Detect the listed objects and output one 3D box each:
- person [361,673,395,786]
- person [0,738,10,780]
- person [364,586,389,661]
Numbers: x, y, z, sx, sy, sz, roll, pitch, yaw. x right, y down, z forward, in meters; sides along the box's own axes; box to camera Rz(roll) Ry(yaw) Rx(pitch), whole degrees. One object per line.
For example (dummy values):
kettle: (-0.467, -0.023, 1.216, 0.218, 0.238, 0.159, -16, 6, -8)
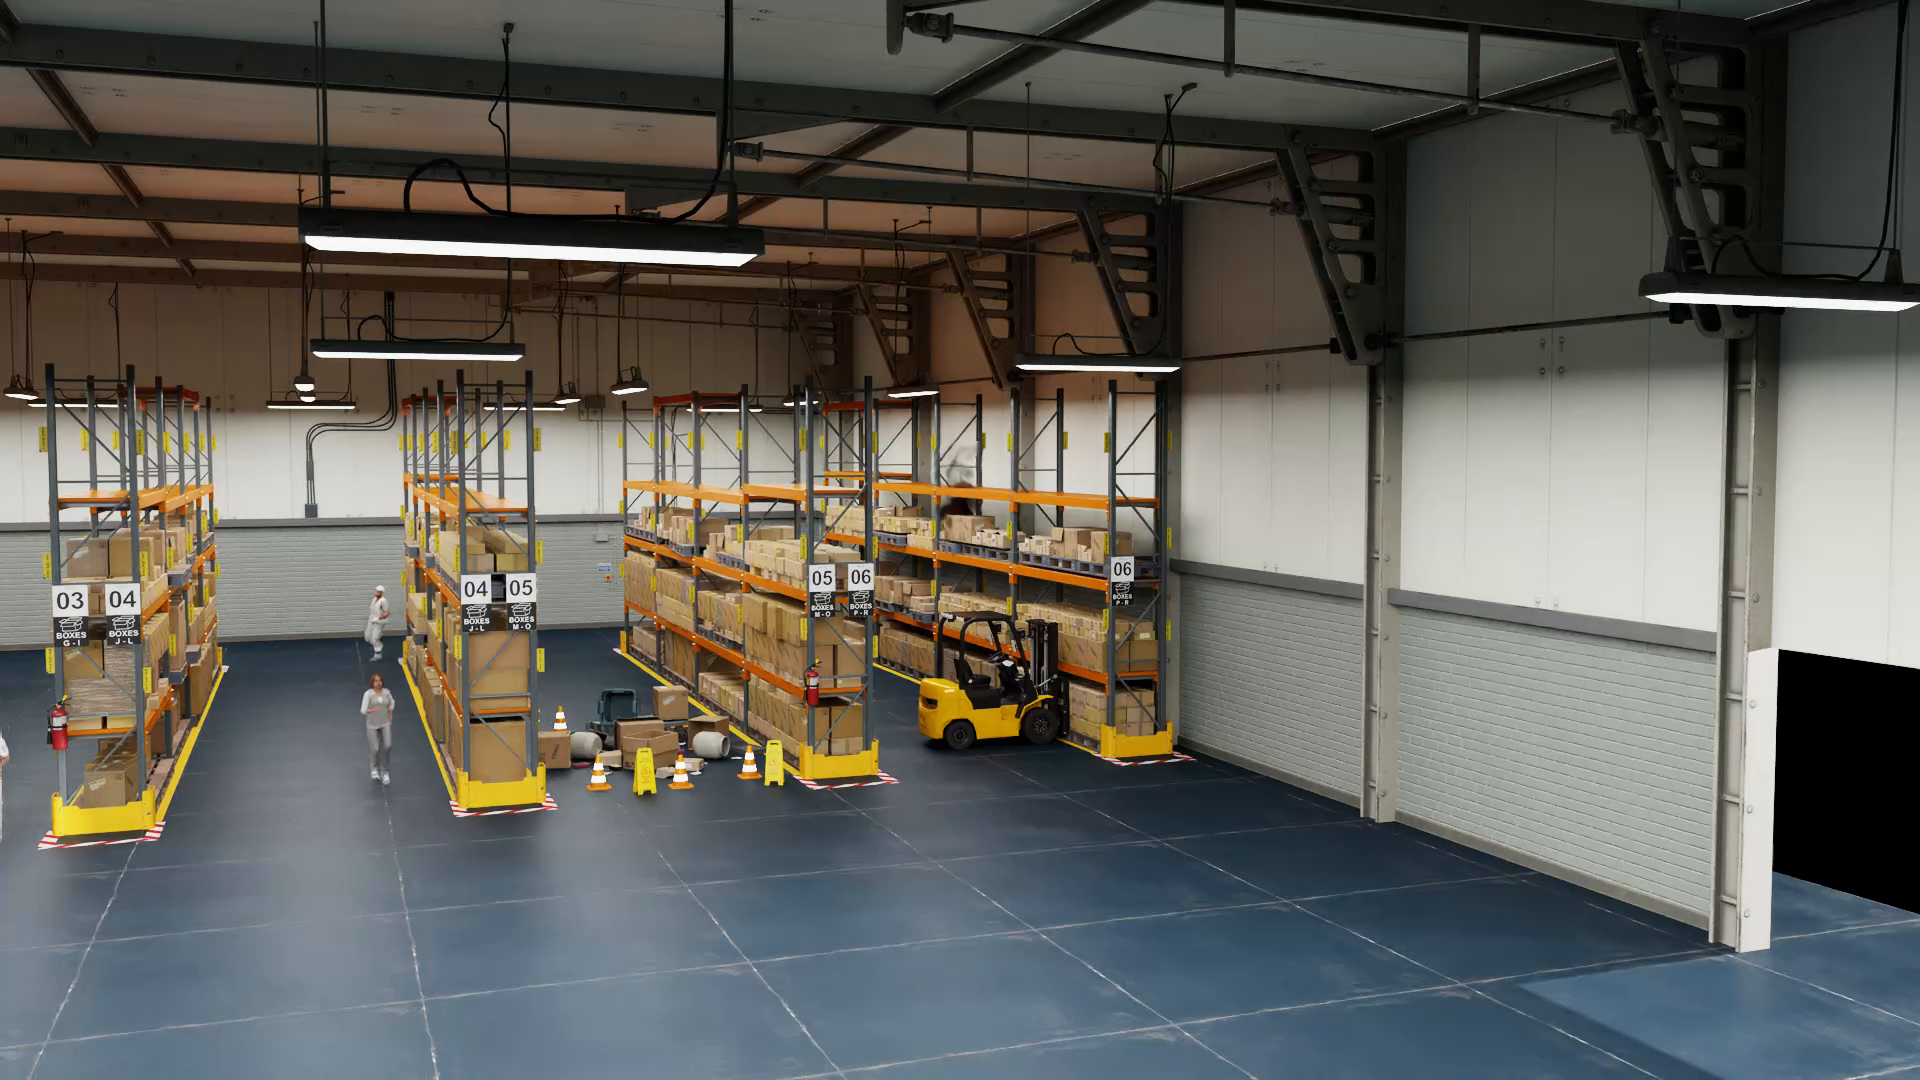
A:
person: (-8.526, 2.776, 24.406, 0.514, 1.639, 0.666, -2, 4, -28)
person: (-11.956, 2.973, 20.358, 0.583, 1.701, 0.918, -2, 4, -32)
person: (-13.346, 1.915, 38.118, 0.677, 1.752, 0.559, 2, 4, 31)
